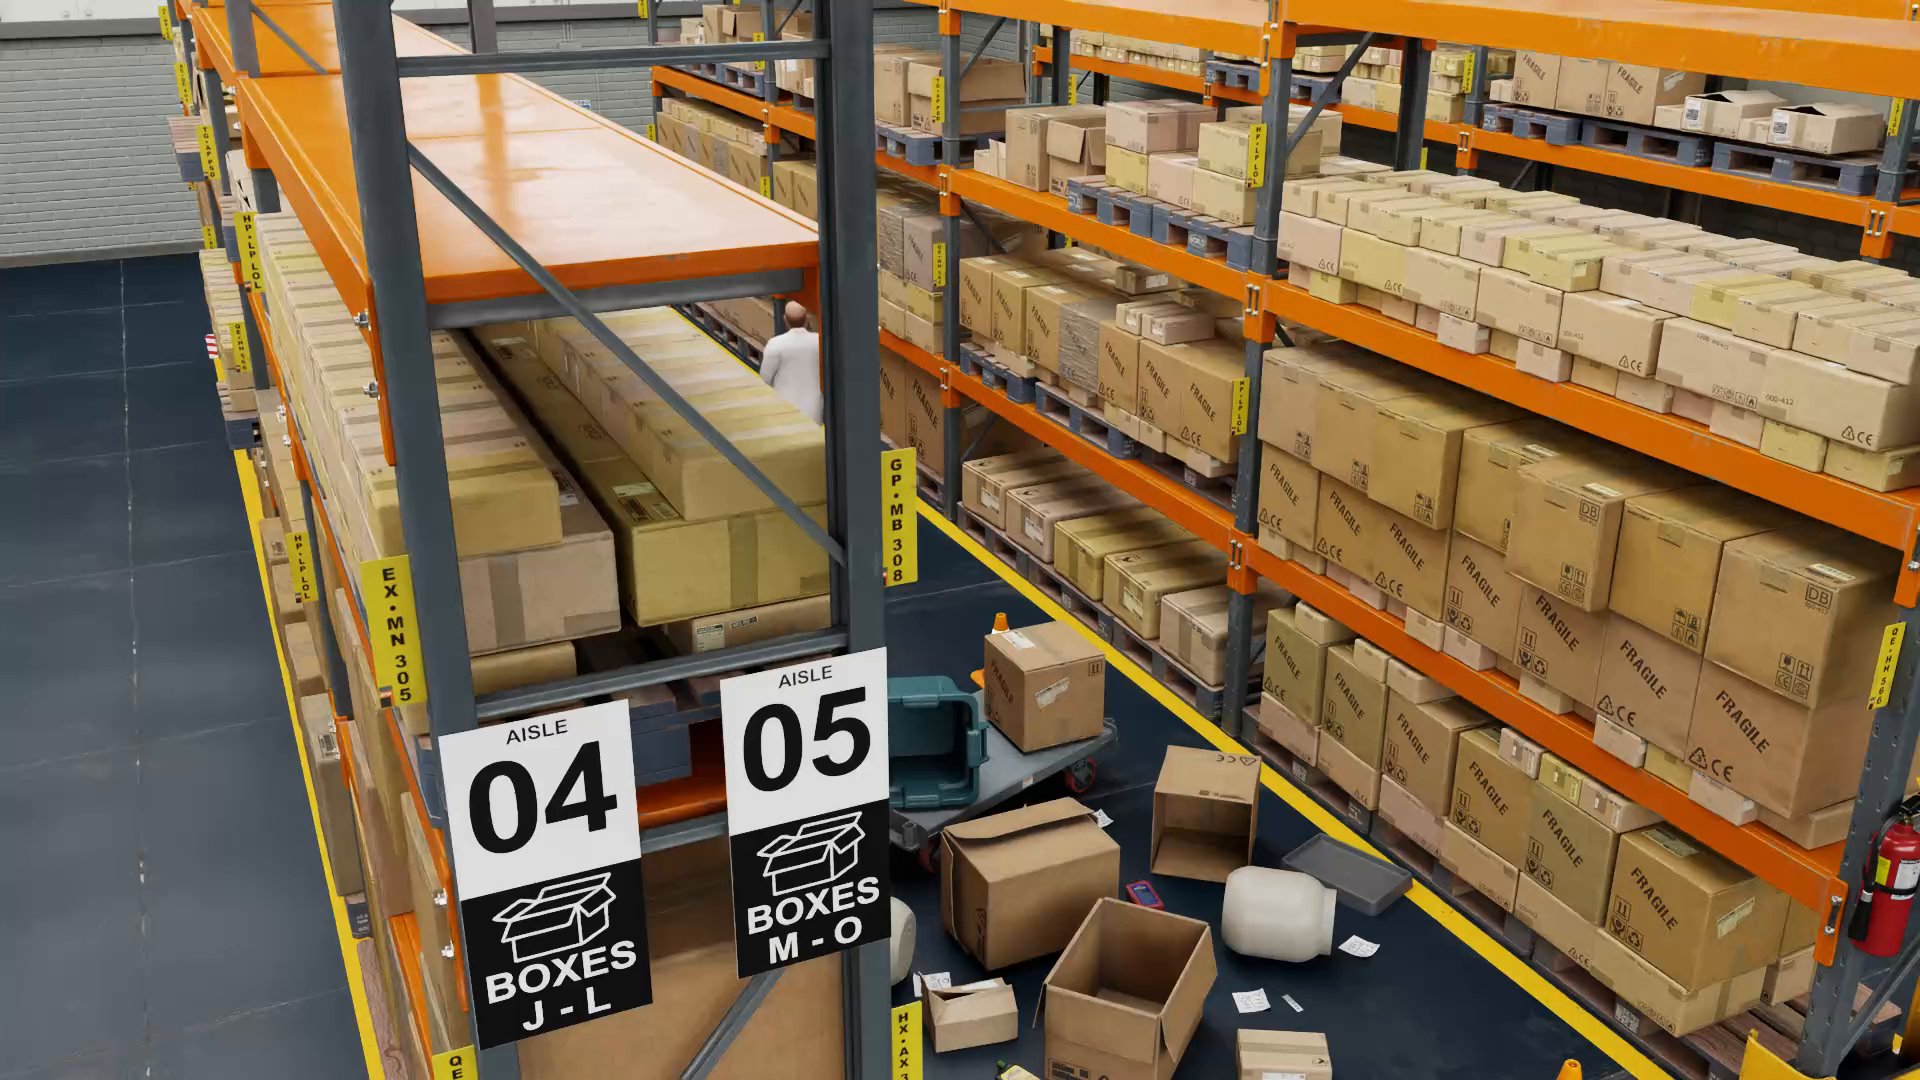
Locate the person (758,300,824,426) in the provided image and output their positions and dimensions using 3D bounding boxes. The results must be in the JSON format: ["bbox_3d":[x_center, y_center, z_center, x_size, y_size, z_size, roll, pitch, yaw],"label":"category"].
[{"bbox_3d":[-1.341,-1.101,13.343,0.601,1.724,1.084,-11,24,-25],"label":"person"}]
